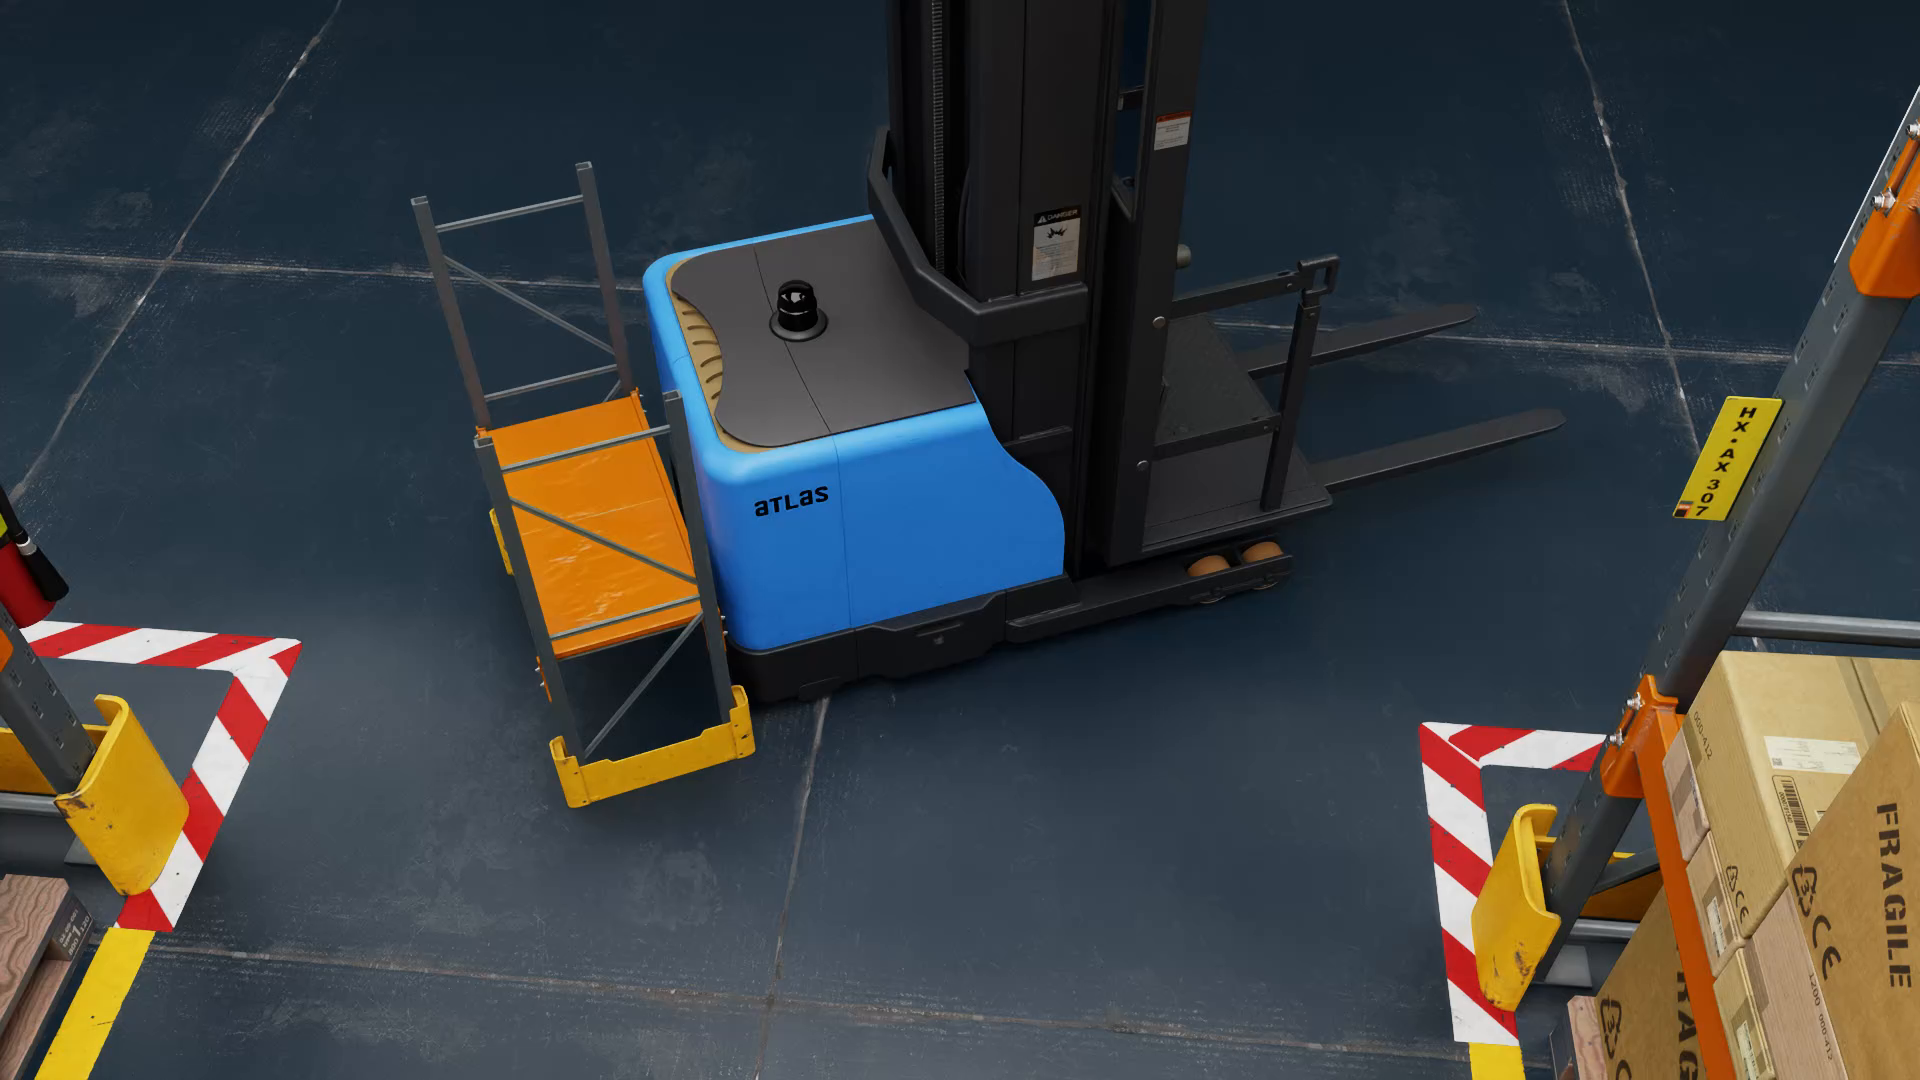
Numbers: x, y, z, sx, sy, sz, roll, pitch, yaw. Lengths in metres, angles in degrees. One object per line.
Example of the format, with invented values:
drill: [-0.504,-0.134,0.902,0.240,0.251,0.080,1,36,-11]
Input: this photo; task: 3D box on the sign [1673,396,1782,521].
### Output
sign: [1.481,-0.154,3.217,0.100,0.325,0.005,4,48,4]

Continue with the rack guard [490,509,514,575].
rack guard: [-1.271,-0.065,5.639,0.587,0.250,0.087,-16,49,-14]

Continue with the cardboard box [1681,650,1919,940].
cardboard box: [1.721,0.492,3.167,0.500,0.250,0.500,3,48,2]

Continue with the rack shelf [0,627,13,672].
rack shelf: [-3.081,1.586,2.754,1.077,0.370,4.000,4,48,4]

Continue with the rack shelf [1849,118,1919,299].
rack shelf: [1.851,0.907,1.342,1.077,0.370,4.000,4,48,4]

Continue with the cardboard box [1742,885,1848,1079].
cardboard box: [1.680,0.874,2.818,0.500,0.250,0.500,3,48,3]

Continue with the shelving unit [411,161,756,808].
shelving unit: [-1.095,-0.143,4.864,0.587,1.500,1.083,-16,49,-14]

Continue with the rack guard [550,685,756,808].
rack guard: [-0.917,0.622,5.011,0.587,0.250,0.087,-16,49,-14]

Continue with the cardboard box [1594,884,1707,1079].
cardboard box: [2.055,1.258,3.722,0.875,0.875,0.875,4,48,4]

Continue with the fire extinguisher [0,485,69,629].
fire extinguisher: [-2.433,-0.054,4.072,0.296,0.674,0.183,4,48,4]

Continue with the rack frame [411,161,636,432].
rack frame: [-1.272,-0.487,5.179,0.500,1.500,0.032,-16,49,-14]

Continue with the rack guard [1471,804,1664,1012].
rack guard: [2.036,1.033,4.466,1.175,0.500,0.348,4,48,4]

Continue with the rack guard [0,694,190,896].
rack guard: [-2.910,0.699,4.772,1.175,0.500,0.348,4,48,4]

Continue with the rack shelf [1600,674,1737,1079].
rack shelf: [1.851,1.919,2.449,1.077,0.370,4.000,4,48,4]

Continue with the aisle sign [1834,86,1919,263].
aisle sign: [1.741,-0.743,2.635,0.394,0.787,0.004,4,48,4]

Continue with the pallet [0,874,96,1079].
pallet: [-3.013,1.418,4.310,1.003,0.211,1.213,4,48,4]

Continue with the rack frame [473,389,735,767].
rack frame: [-0.911,0.214,4.537,0.500,1.500,0.032,-16,49,-14]

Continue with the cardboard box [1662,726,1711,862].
cardboard box: [1.672,0.530,3.402,0.380,0.149,0.250,4,48,4]

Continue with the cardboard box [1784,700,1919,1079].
cardboard box: [1.675,0.606,2.555,0.500,0.500,0.500,3,48,3]

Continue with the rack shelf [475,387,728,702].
rack shelf: [-1.091,-0.015,4.991,0.538,0.185,1.000,-16,49,-14]

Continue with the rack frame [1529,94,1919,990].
rack frame: [2.033,0.207,3.528,1.000,3.000,0.127,4,48,4]

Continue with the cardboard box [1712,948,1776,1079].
cardboard box: [1.628,0.907,3.058,0.380,0.149,0.250,3,48,3]

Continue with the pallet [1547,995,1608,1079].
pallet: [2.038,1.741,4.015,1.003,0.211,1.213,4,48,4]

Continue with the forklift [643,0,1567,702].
forklift: [0.590,-1.135,4.802,3.031,2.935,1.130,-14,49,-12]

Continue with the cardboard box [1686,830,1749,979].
cardboard box: [1.651,0.719,3.230,0.380,0.149,0.250,3,48,3]

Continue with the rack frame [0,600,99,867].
rack frame: [-2.899,-0.126,3.833,1.000,3.000,0.127,4,48,4]
